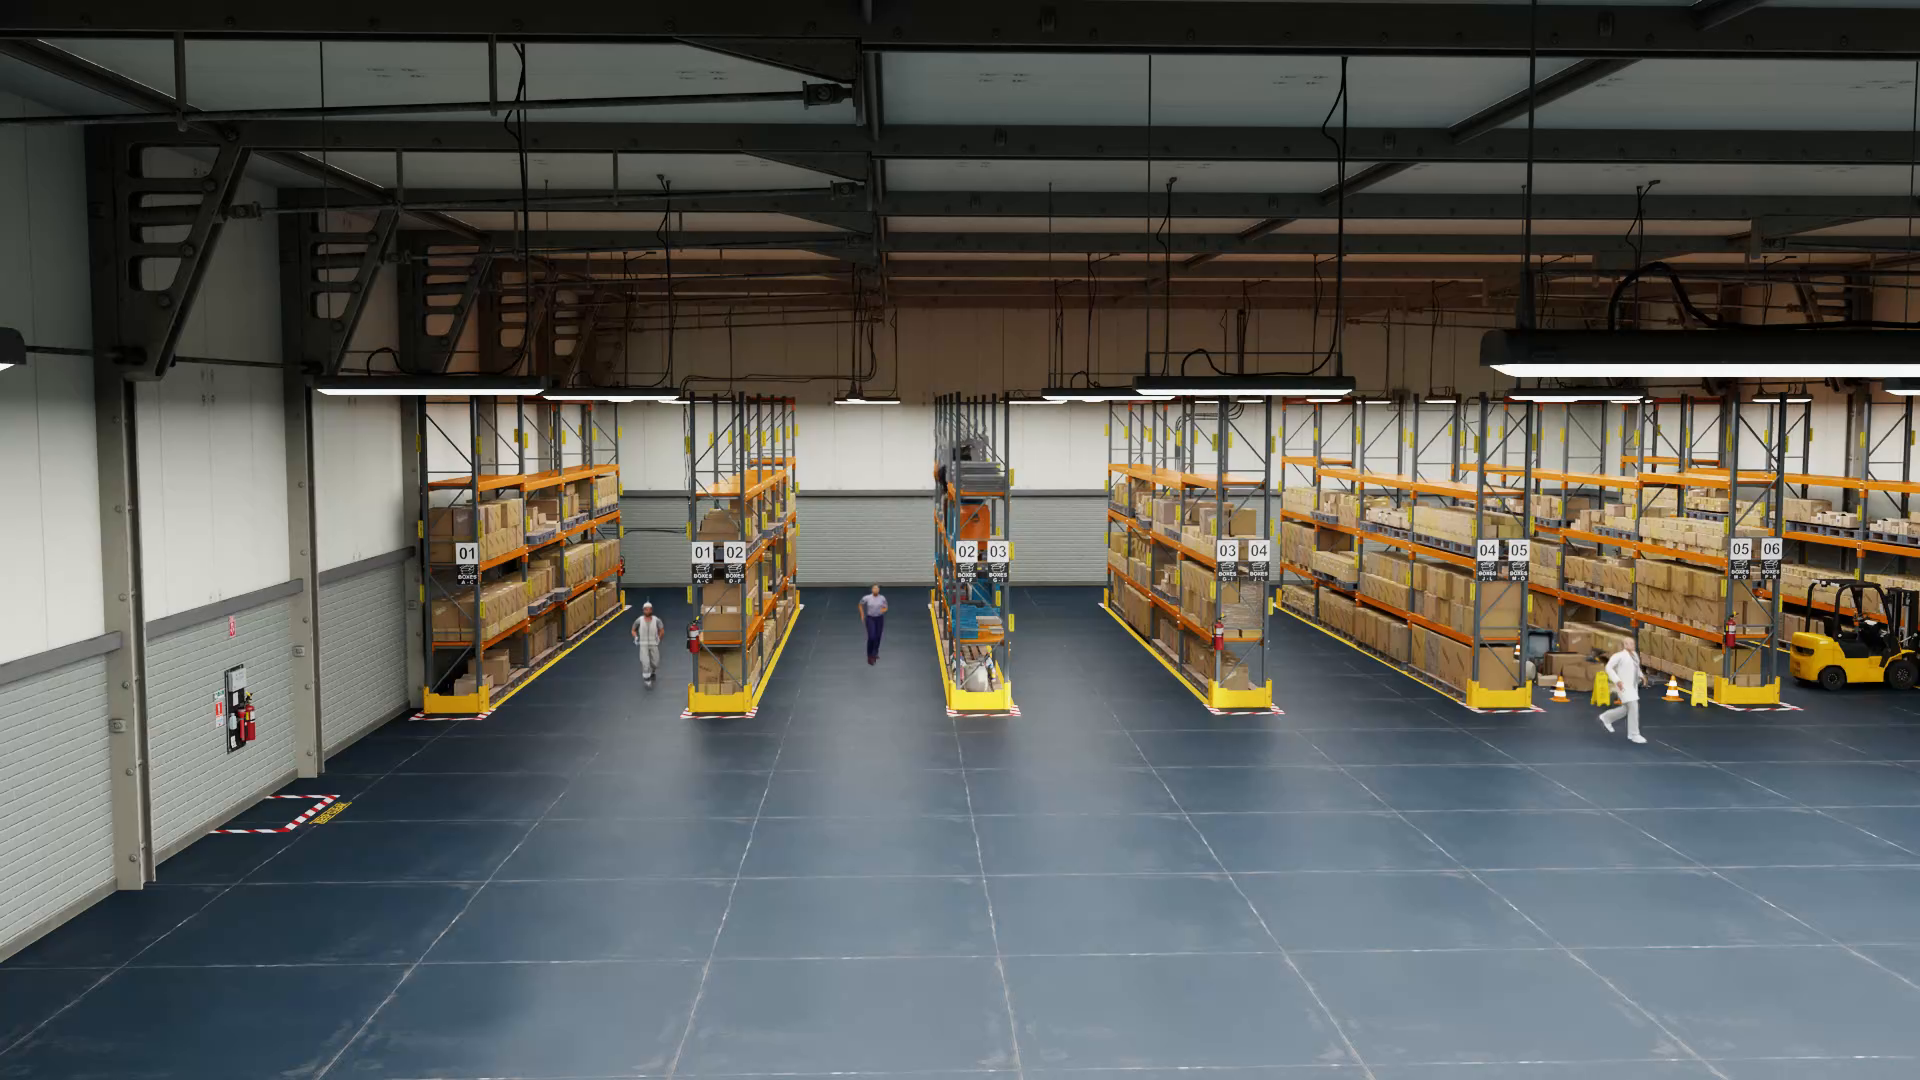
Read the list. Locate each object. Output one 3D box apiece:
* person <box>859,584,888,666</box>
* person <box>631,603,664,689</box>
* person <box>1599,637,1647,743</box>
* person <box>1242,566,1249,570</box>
[{"bbox_3d":[-1.816,1.803,35.473,0.578,1.737,0.677,-2,5,-19],"label":"person"},{"bbox_3d":[-6.346,2.116,33.824,0.657,1.682,0.624,-1,5,-14],"label":"person"},{"bbox_3d":[11.446,2.658,28.676,0.722,1.580,0.946,-4,6,-38],"label":"person"},{"bbox_3d":[7.971,1.183,45.967,0.677,1.757,0.850,0,5,-2],"label":"person"}]
